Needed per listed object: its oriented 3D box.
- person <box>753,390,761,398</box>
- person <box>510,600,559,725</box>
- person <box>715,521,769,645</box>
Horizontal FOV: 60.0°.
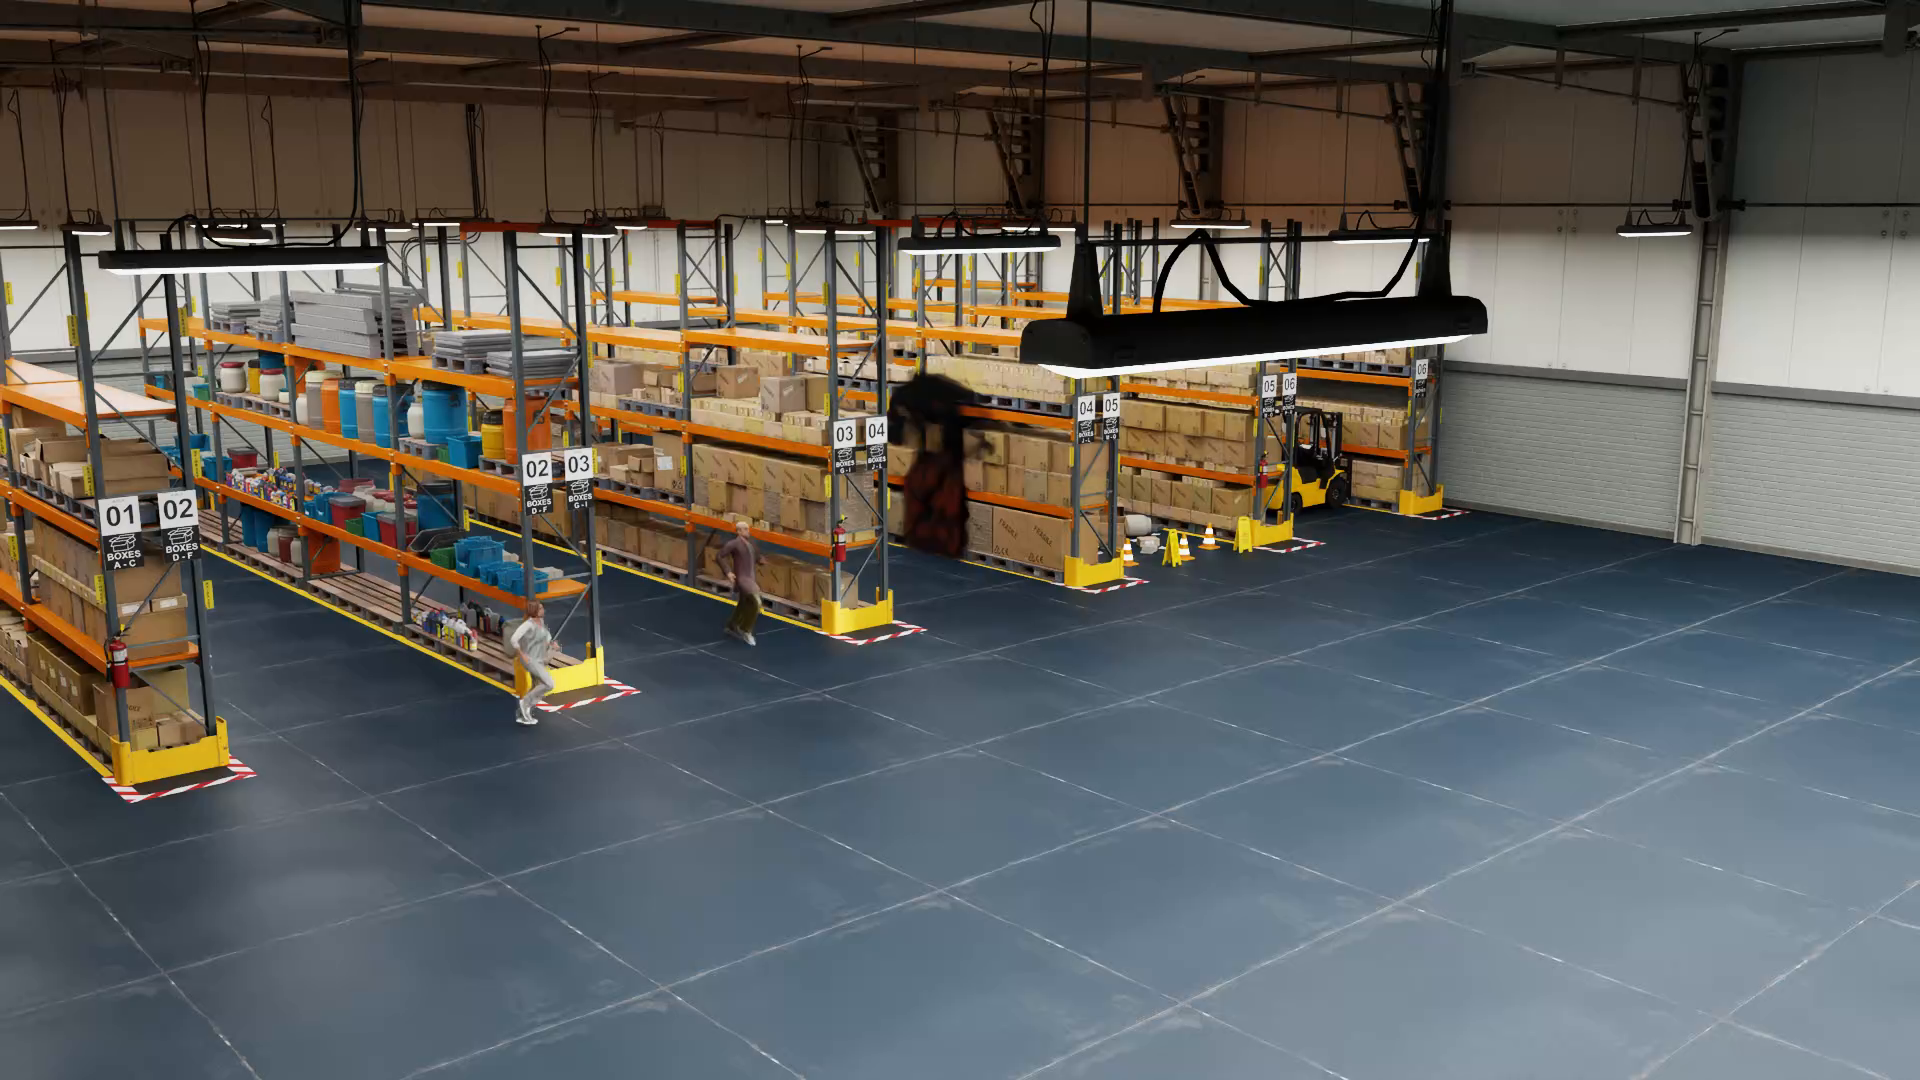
[{"bbox_3d":[-5.240,-3.359,44.076,1.044,1.740,0.722,-8,14,-34],"label":"person"},{"bbox_3d":[-5.219,1.506,20.463,0.573,1.556,0.539,1,11,4],"label":"person"},{"bbox_3d":[-3.143,0.628,24.310,0.799,1.824,0.672,4,12,20],"label":"person"}]
